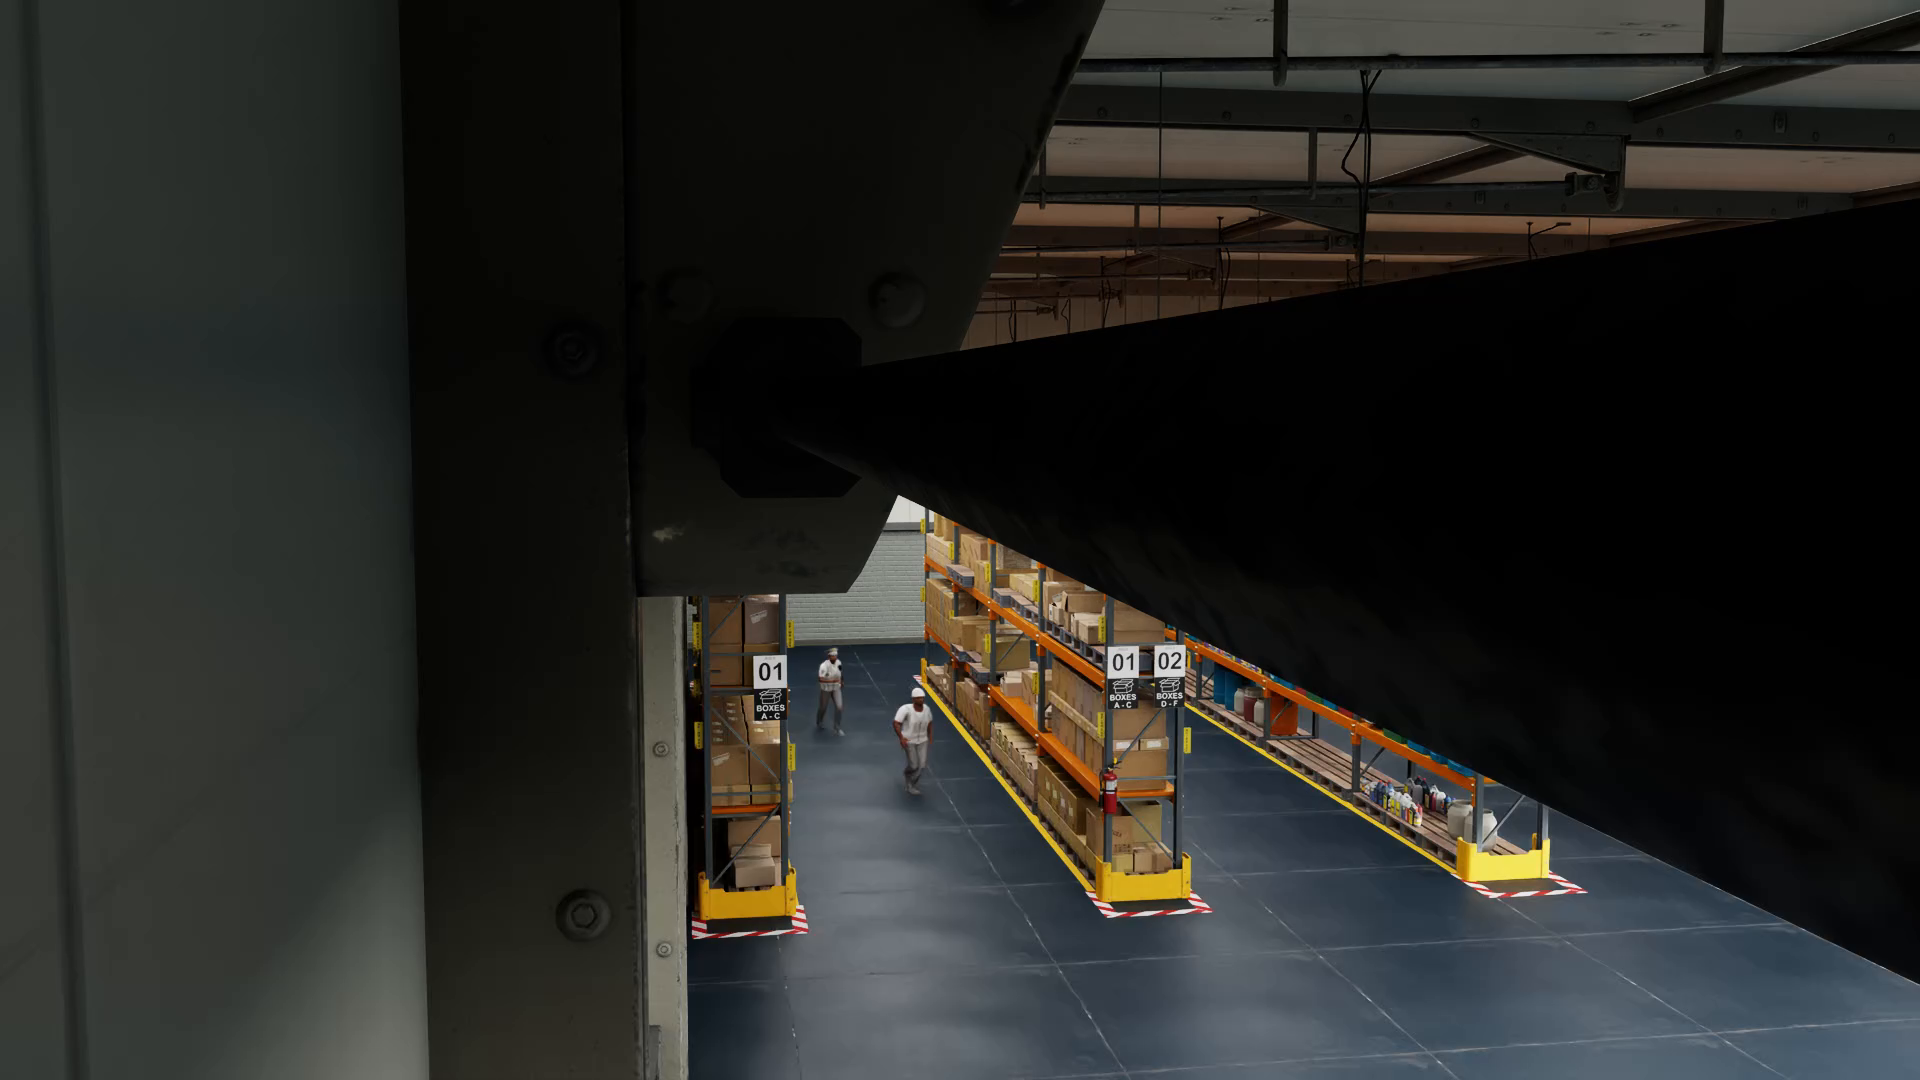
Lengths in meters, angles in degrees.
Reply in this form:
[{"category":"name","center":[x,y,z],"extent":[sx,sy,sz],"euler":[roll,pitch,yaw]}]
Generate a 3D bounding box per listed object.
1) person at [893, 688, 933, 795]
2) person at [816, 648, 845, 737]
[{"category":"person","center":[-0.741,3.170,26.340],"extent":[0.701,1.701,0.591],"euler":[-2,6,-26]},{"category":"person","center":[-2.410,2.793,30.918],"extent":[0.576,1.663,0.955],"euler":[-2,6,-26]}]
